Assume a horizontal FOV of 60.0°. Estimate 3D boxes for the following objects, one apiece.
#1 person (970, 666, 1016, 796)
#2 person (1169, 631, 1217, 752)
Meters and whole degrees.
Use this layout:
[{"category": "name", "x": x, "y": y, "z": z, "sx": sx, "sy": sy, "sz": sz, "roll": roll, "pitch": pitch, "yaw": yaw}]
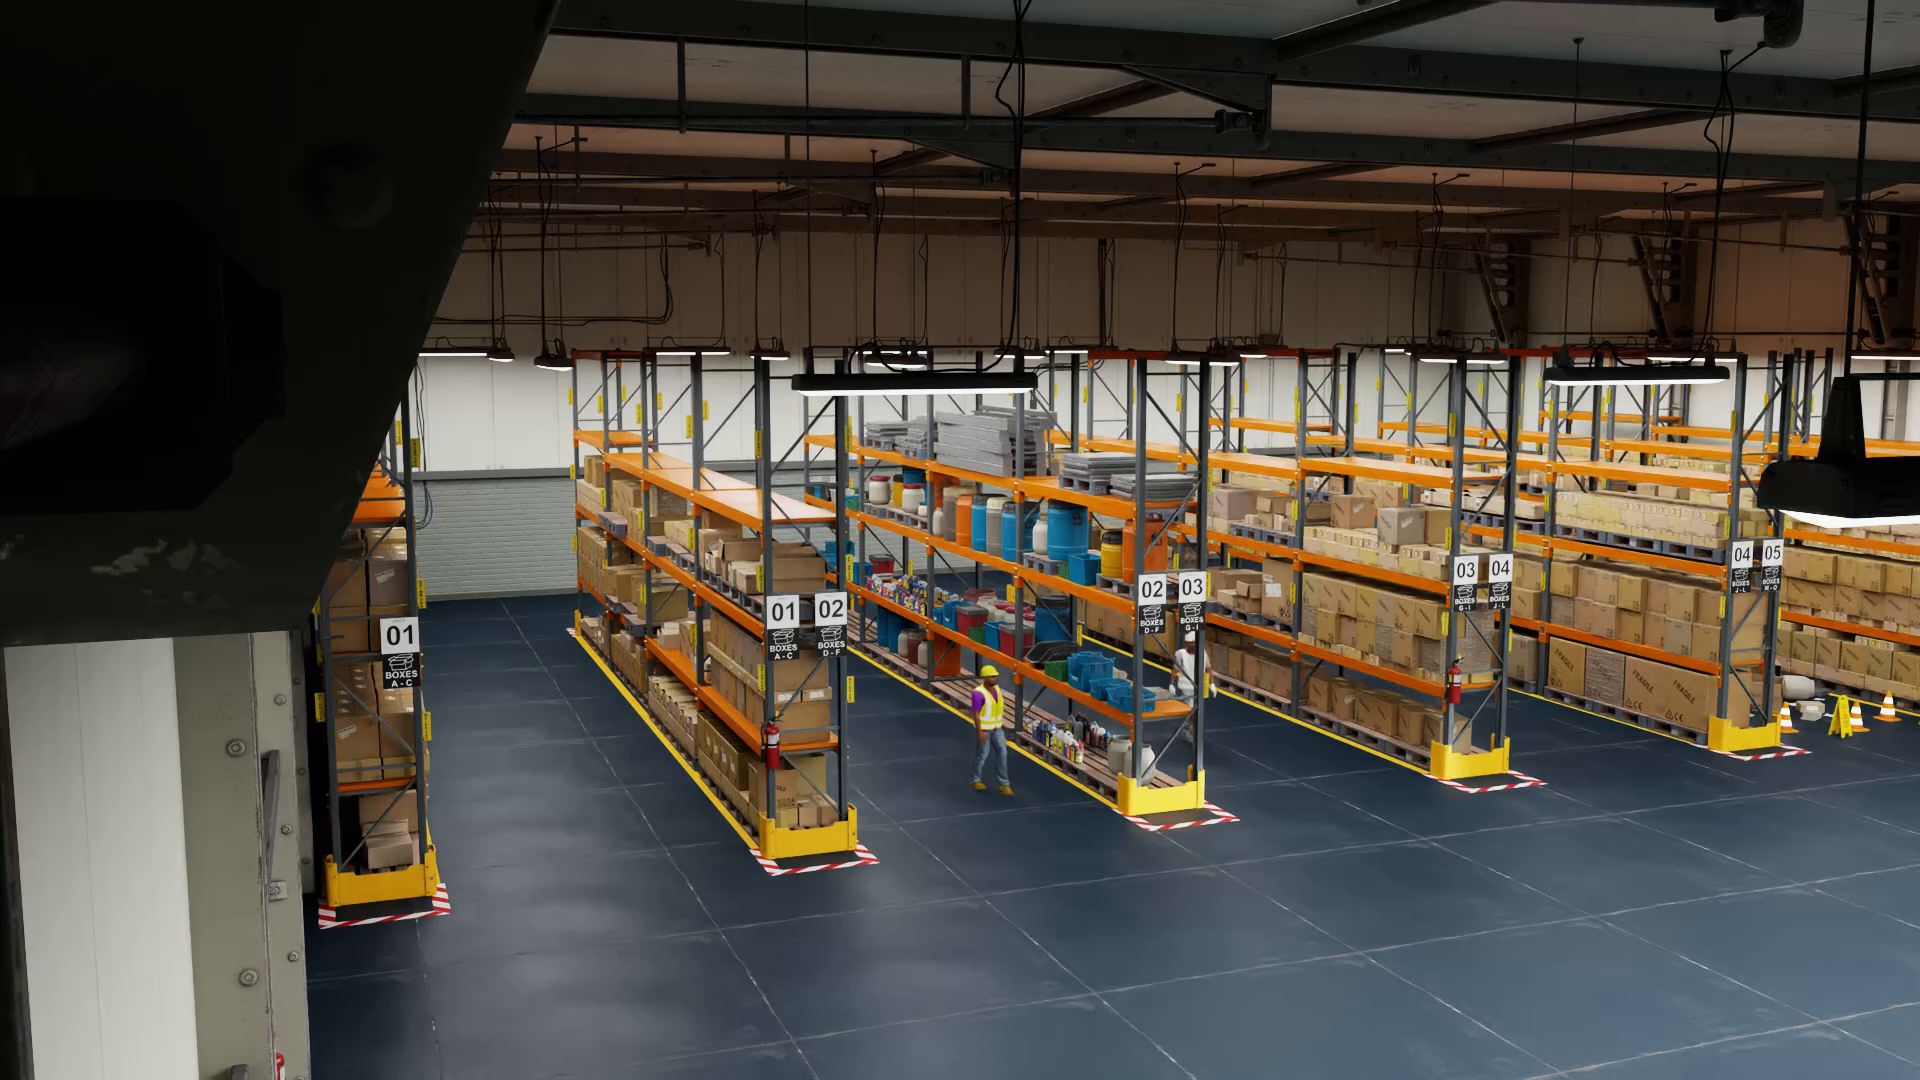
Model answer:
[{"category": "person", "x": 0.436, "y": 2.631, "z": 22.942, "sx": 0.584, "sy": 1.803, "sz": 0.723, "roll": -7, "pitch": 10, "yaw": -44}, {"category": "person", "x": 3.580, "y": 2.305, "z": 25.489, "sx": 0.590, "sy": 1.820, "sz": 0.705, "roll": -3, "pitch": 8, "yaw": -24}]
